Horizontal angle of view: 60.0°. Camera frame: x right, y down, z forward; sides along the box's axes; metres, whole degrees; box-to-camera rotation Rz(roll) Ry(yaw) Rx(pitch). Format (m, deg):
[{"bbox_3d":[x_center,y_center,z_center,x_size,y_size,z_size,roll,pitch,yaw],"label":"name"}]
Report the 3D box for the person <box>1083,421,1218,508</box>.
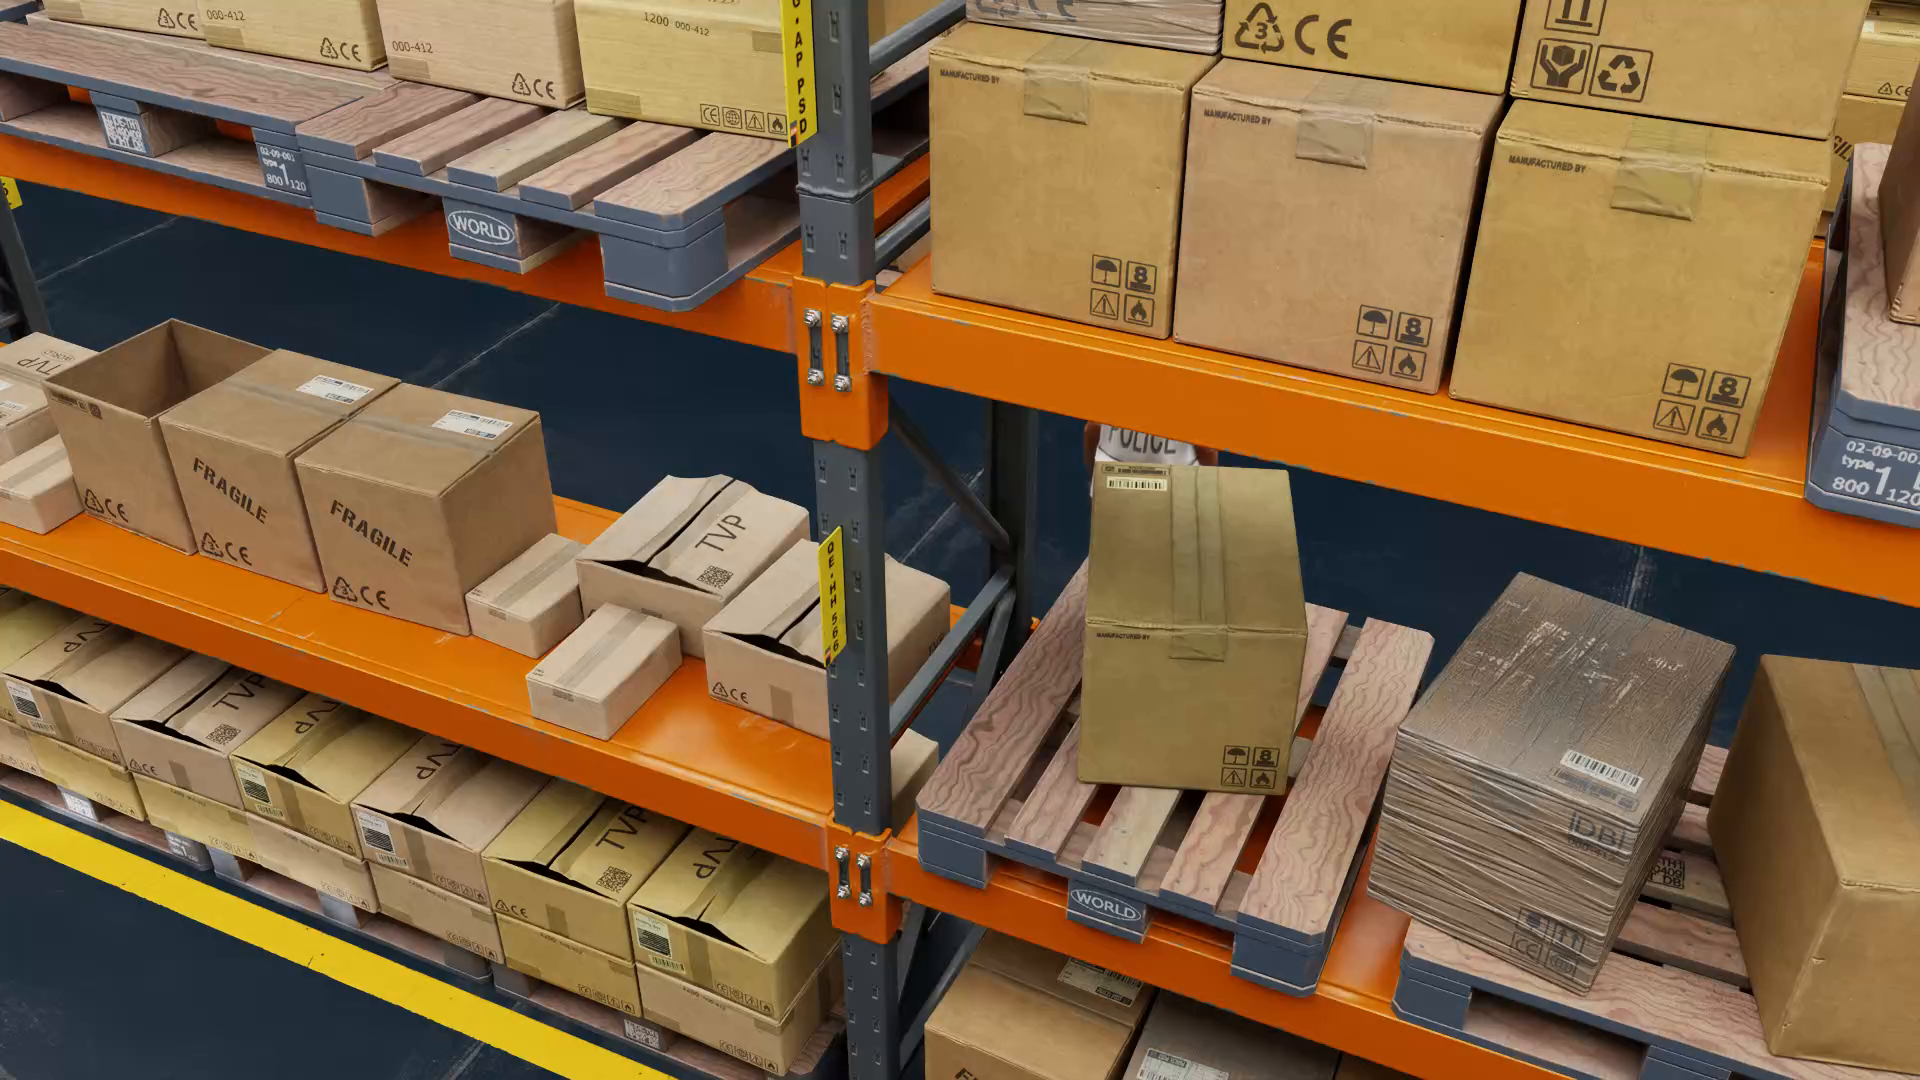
[{"bbox_3d":[0.748,-0.191,6.421,0.552,1.664,0.469,13,36,18],"label":"person"}]
